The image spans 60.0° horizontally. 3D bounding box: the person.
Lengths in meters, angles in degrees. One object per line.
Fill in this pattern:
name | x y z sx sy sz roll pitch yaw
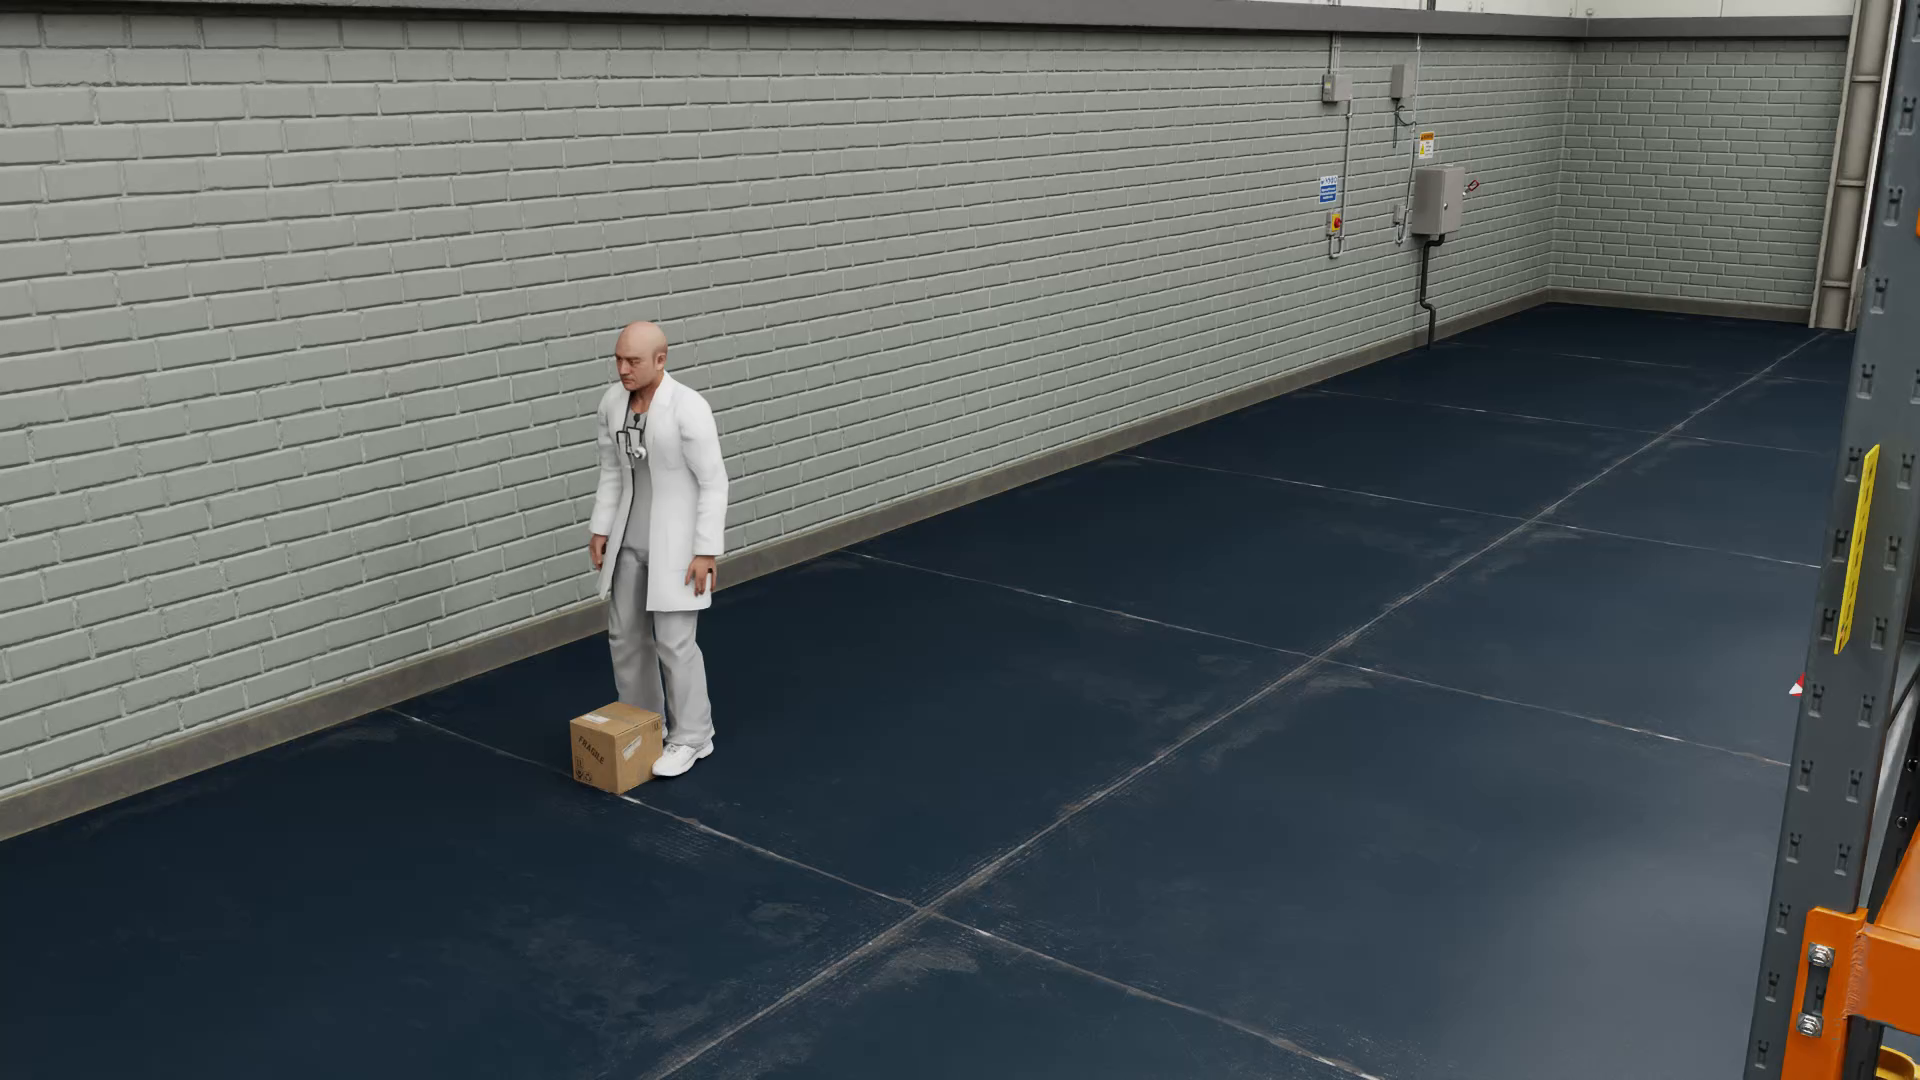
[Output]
person | -1.181 0.025 6.479 0.653 1.774 0.424 10 19 32
